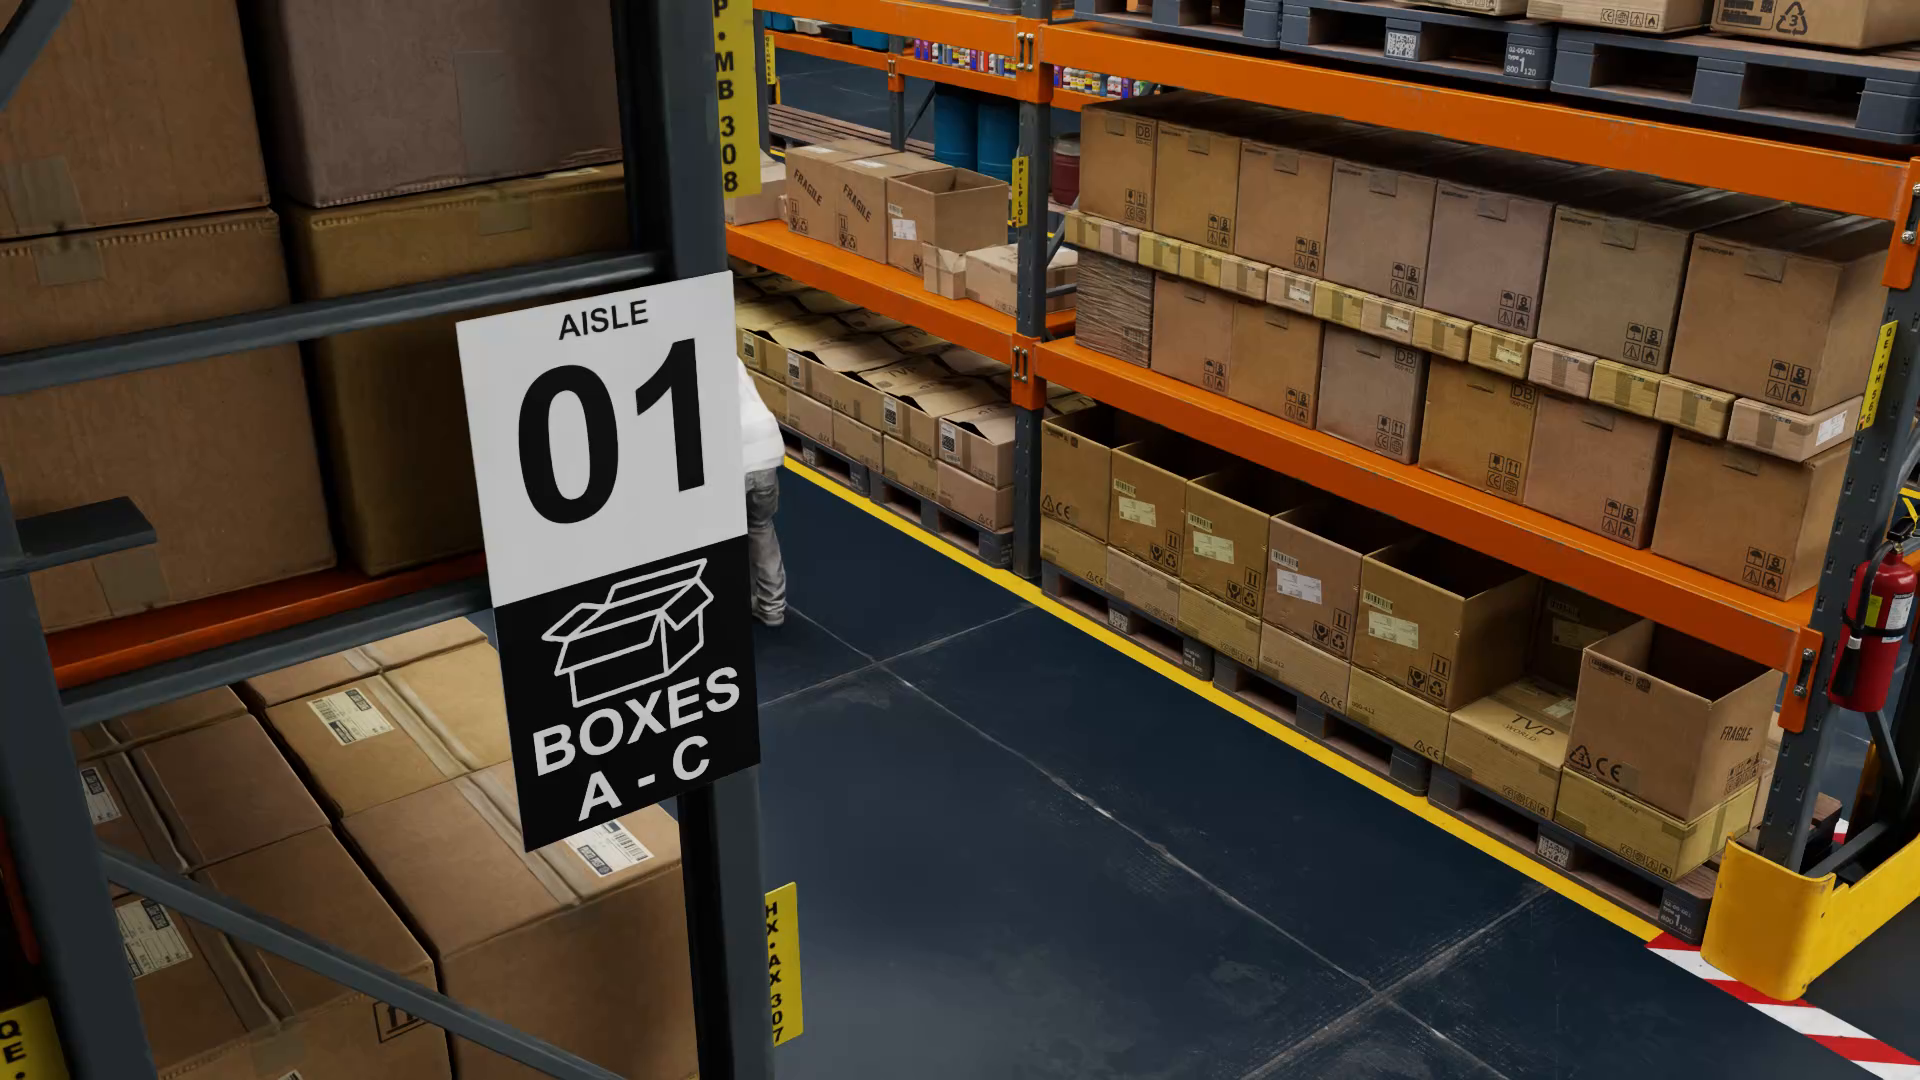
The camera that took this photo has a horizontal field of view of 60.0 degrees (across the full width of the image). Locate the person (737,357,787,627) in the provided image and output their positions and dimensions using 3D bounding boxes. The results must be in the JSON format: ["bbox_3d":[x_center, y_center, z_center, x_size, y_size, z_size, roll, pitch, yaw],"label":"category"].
[{"bbox_3d":[-1.192,-0.341,8.055,0.479,1.544,0.822,-19,30,-35],"label":"person"}]
